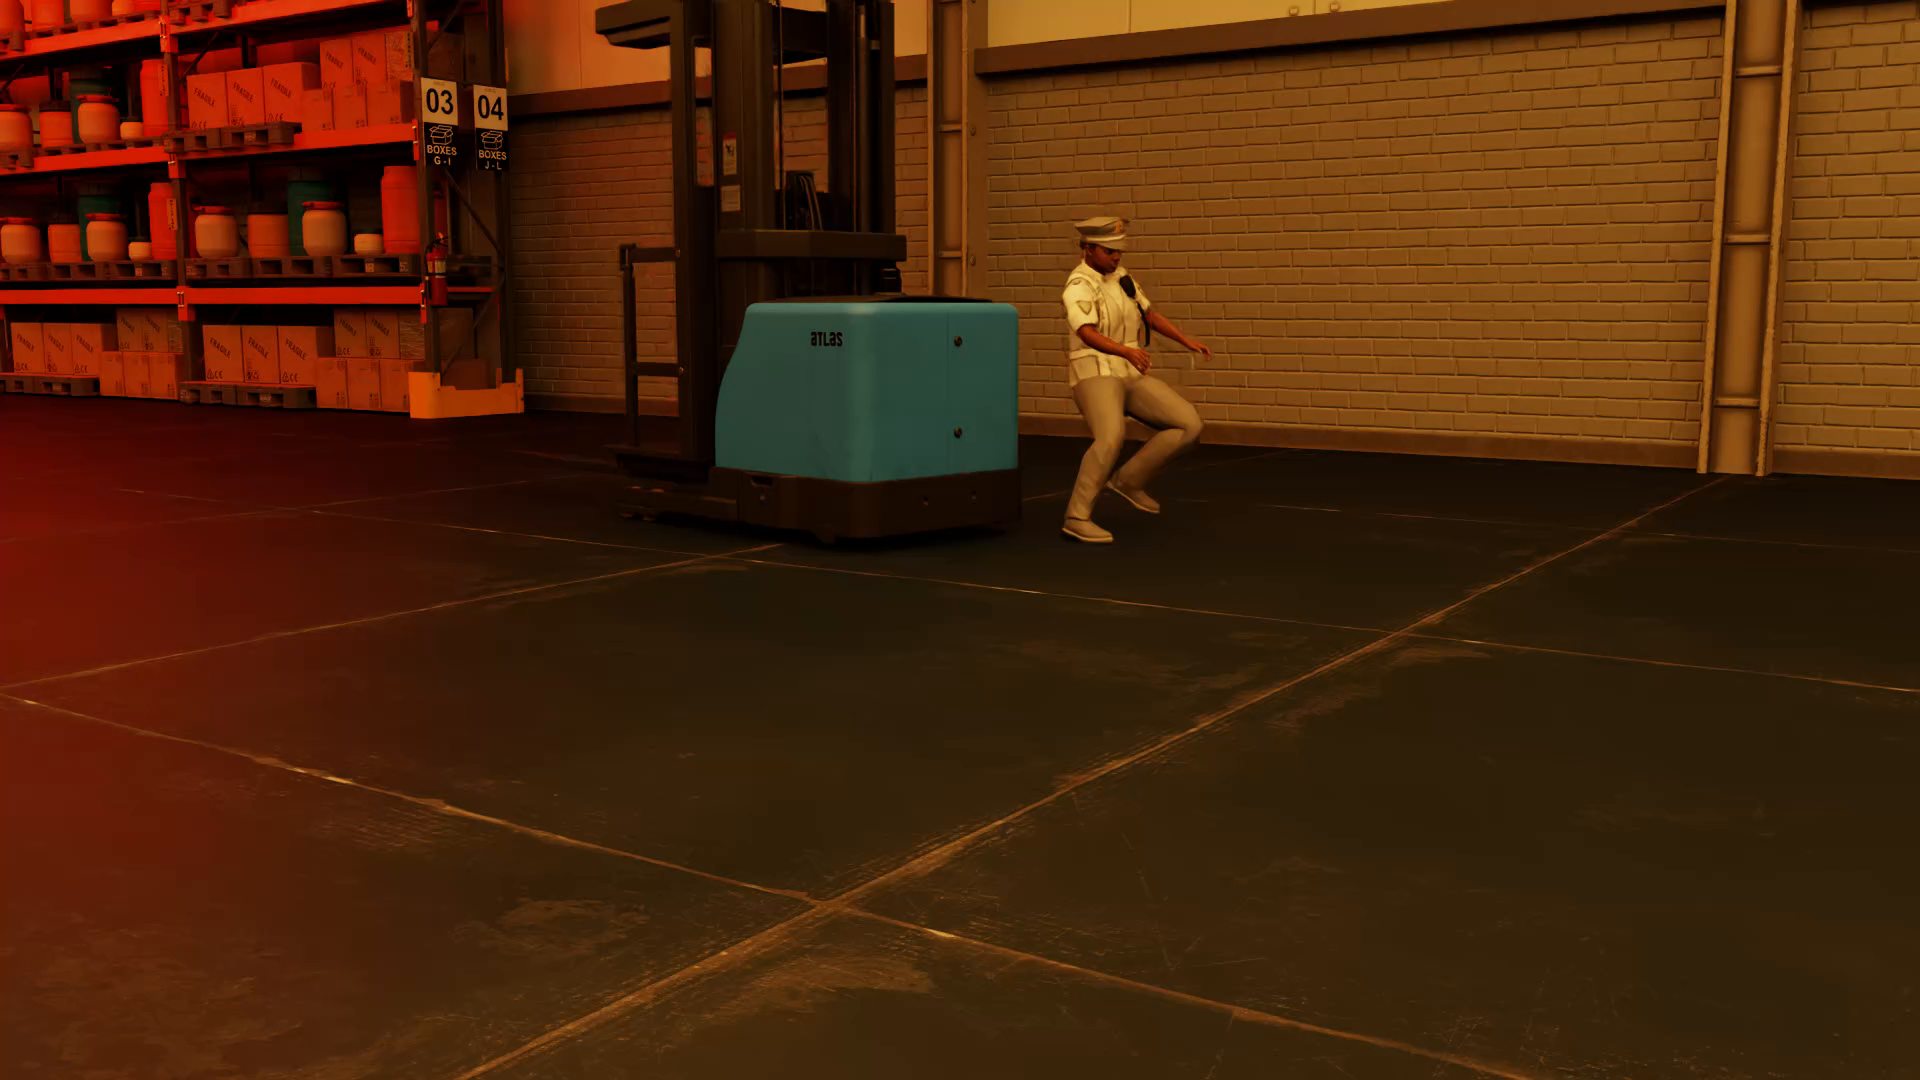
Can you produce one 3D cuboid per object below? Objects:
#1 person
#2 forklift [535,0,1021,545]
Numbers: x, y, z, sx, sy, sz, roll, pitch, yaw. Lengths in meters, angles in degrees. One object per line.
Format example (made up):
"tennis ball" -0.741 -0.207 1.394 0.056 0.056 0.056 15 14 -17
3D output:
"person" 0.786 -0.762 7.730 0.789 1.469 0.714 -7 11 -43
"forklift" -1.099 -1.585 8.339 1.130 2.935 3.031 -8 11 -44
